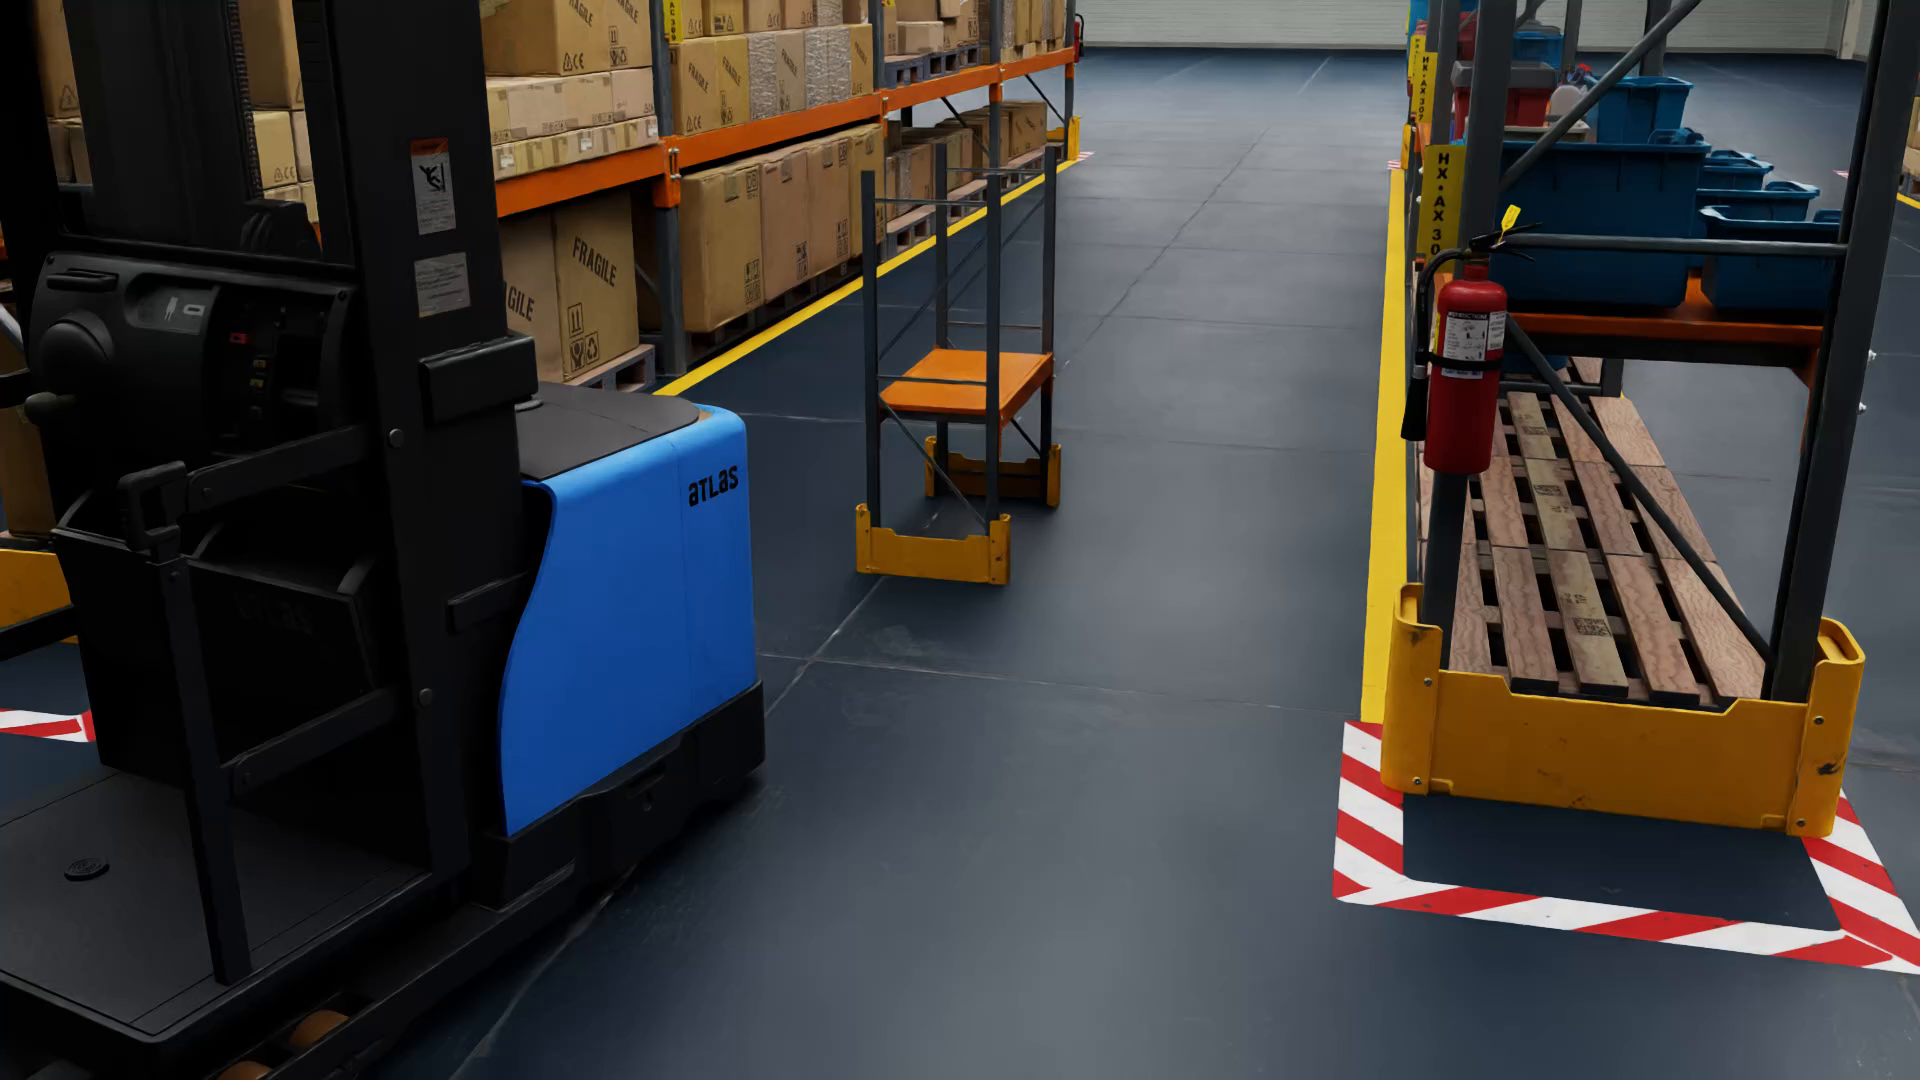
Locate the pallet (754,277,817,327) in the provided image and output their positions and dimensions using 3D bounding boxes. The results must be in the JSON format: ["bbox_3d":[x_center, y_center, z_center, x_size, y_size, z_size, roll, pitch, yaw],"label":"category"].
[{"bbox_3d":[-1.638,-1.694,11.319,1.003,0.211,1.213,5,19,13],"label":"pallet"}]

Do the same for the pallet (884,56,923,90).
[{"bbox_3d":[-1.002,-3.776,13.400,1.213,0.211,1.003,5,19,13],"label":"pallet"}]

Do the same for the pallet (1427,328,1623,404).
[{"bbox_3d":[2.982,-0.910,9.024,1.003,0.211,1.213,5,19,13],"label":"pallet"}]

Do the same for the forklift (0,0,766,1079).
[{"bbox_3d":[-1.686,-0.369,3.233,1.130,2.935,3.031,10,21,27],"label":"forklift"}]

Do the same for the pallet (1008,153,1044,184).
[{"bbox_3d":[0.331,-4.166,18.559,1.003,0.211,1.213,5,19,13],"label":"pallet"}]

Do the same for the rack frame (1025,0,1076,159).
[{"bbox_3d":[0.882,-6.143,20.032,1.000,3.000,0.127,5,19,13],"label":"rack frame"}]

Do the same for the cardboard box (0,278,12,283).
[{"bbox_3d":[-6.397,-2.032,11.212,0.500,0.500,0.500,5,20,16],"label":"cardboard box"}]

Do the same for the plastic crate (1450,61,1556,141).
[{"bbox_3d":[2.292,-1.789,7.093,0.402,0.464,0.583,5,19,13],"label":"plastic crate"}]

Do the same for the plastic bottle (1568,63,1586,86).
[{"bbox_3d":[3.687,-2.656,9.898,0.144,0.351,0.185,5,19,13],"label":"plastic bottle"}]

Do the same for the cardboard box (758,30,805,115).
[{"bbox_3d":[-1.329,-3.030,10.764,0.500,0.500,0.500,5,19,14],"label":"cardboard box"}]

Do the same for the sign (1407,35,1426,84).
[{"bbox_3d":[3.195,-3.363,11.640,0.100,0.325,0.005,5,19,13],"label":"sign"}]

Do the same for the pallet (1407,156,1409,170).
[{"bbox_3d":[5.508,-4.150,18.512,1.003,0.211,1.213,5,19,13],"label":"pallet"}]

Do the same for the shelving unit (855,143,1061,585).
[{"bbox_3d":[0.019,-0.734,6.515,0.587,1.500,1.083,5,19,13],"label":"shelving unit"}]

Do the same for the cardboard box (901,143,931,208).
[{"bbox_3d":[-0.673,-3.225,14.677,0.700,0.500,0.500,6,20,18],"label":"cardboard box"}]

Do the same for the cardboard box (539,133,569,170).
[{"bbox_3d":[-2.058,-1.819,7.760,0.380,0.149,0.250,5,19,14],"label":"cardboard box"}]

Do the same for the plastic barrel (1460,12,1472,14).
[{"bbox_3d":[4.261,-4.280,14.367,0.433,0.535,0.433,0,19,0],"label":"plastic barrel"}]

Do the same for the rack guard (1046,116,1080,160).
[{"bbox_3d":[0.863,-4.936,20.366,1.175,0.500,0.348,5,19,13],"label":"rack guard"}]

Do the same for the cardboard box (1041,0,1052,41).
[{"bbox_3d":[0.551,-5.841,18.534,0.875,0.500,0.500,5,19,13],"label":"cardboard box"}]

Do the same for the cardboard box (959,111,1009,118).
[{"bbox_3d":[0.249,-4.408,18.170,0.500,0.500,0.500,3,19,9],"label":"cardboard box"}]

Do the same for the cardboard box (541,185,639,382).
[{"bbox_3d":[-2.289,-1.374,8.708,0.875,0.875,0.875,5,19,13],"label":"cardboard box"}]

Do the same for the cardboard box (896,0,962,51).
[{"bbox_3d":[-0.429,-4.586,14.664,0.797,0.503,0.637,7,20,19],"label":"cardboard box"}]

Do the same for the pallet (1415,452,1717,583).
[{"bbox_3d":[2.315,-0.054,6.519,1.003,0.211,1.213,5,19,13],"label":"pallet"}]

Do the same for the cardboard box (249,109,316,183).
[{"bbox_3d":[-2.528,-1.490,6.182,0.500,0.250,0.500,4,19,13],"label":"cardboard box"}]

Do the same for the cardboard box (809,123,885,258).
[{"bbox_3d":[-1.261,-2.614,12.338,1.225,0.875,0.875,4,19,11],"label":"cardboard box"}]

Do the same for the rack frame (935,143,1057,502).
[{"bbox_3d":[0.145,-0.896,6.990,0.500,1.500,0.032,5,19,13],"label":"rack frame"}]

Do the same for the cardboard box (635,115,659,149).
[{"bbox_3d":[-1.807,-2.141,8.705,0.380,0.149,0.250,5,19,14],"label":"cardboard box"}]

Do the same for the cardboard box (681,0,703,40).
[{"bbox_3d":[-1.902,-3.105,9.430,0.797,0.503,0.637,4,19,12],"label":"cardboard box"}]

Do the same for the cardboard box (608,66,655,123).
[{"bbox_3d":[-1.903,-2.292,8.530,0.500,0.250,0.500,4,19,12],"label":"cardboard box"}]

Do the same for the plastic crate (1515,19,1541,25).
[{"bbox_3d":[4.886,-4.352,14.690,0.402,0.464,0.583,5,19,13],"label":"plastic crate"}]

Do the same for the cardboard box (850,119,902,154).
[{"bbox_3d":[-0.818,-3.395,14.013,0.500,0.250,0.500,7,20,20],"label":"cardboard box"}]

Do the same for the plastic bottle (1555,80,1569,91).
[{"bbox_3d":[3.481,-2.514,9.607,0.097,0.271,0.097,0,19,0],"label":"plastic bottle"}]

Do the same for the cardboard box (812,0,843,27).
[{"bbox_3d":[-1.267,-3.930,11.845,0.797,0.503,0.637,5,20,15],"label":"cardboard box"}]

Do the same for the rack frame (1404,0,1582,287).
[{"bbox_3d":[3.730,-3.244,11.545,1.000,3.000,0.127,5,19,13],"label":"rack frame"}]

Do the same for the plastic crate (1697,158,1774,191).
[{"bbox_3d":[2.477,-1.150,5.580,0.416,0.233,0.300,5,19,13],"label":"plastic crate"}]

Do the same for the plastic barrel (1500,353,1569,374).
[{"bbox_3d":[2.902,-1.365,8.641,0.600,0.901,0.708,5,19,13],"label":"plastic barrel"}]

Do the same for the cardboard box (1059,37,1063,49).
[{"bbox_3d":[1.013,-5.918,19.763,0.380,0.149,0.250,5,19,13],"label":"cardboard box"}]

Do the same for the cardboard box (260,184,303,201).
[{"bbox_3d":[-2.559,-1.175,5.875,0.380,0.149,0.250,4,19,13],"label":"cardboard box"}]

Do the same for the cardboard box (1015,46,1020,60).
[{"bbox_3d":[0.409,-5.051,17.223,0.380,0.149,0.250,5,19,13],"label":"cardboard box"}]

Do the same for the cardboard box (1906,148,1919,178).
[{"bbox_3d":[9.899,-3.793,16.755,0.500,0.250,0.500,5,19,13],"label":"cardboard box"}]

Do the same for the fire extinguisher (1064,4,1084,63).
[{"bbox_3d":[1.357,-6.106,20.043,0.296,0.674,0.183,5,19,13],"label":"fire extinguisher"}]

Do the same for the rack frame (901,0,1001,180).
[{"bbox_3d":[-0.095,-4.889,16.361,1.000,3.000,0.127,5,19,13],"label":"rack frame"}]

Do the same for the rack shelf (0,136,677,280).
[{"bbox_3d":[-2.539,-1.414,7.301,1.077,0.370,4.000,5,19,13],"label":"rack shelf"}]

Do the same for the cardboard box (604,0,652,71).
[{"bbox_3d":[-1.903,-2.641,8.391,0.500,0.500,0.500,5,20,15],"label":"cardboard box"}]

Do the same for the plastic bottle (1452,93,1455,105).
[{"bbox_3d":[2.548,-2.161,8.553,0.061,0.283,0.133,5,19,13],"label":"plastic bottle"}]

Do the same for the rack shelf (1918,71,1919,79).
[{"bbox_3d":[9.999,-4.392,16.019,1.077,0.370,4.000,5,19,13],"label":"rack shelf"}]
